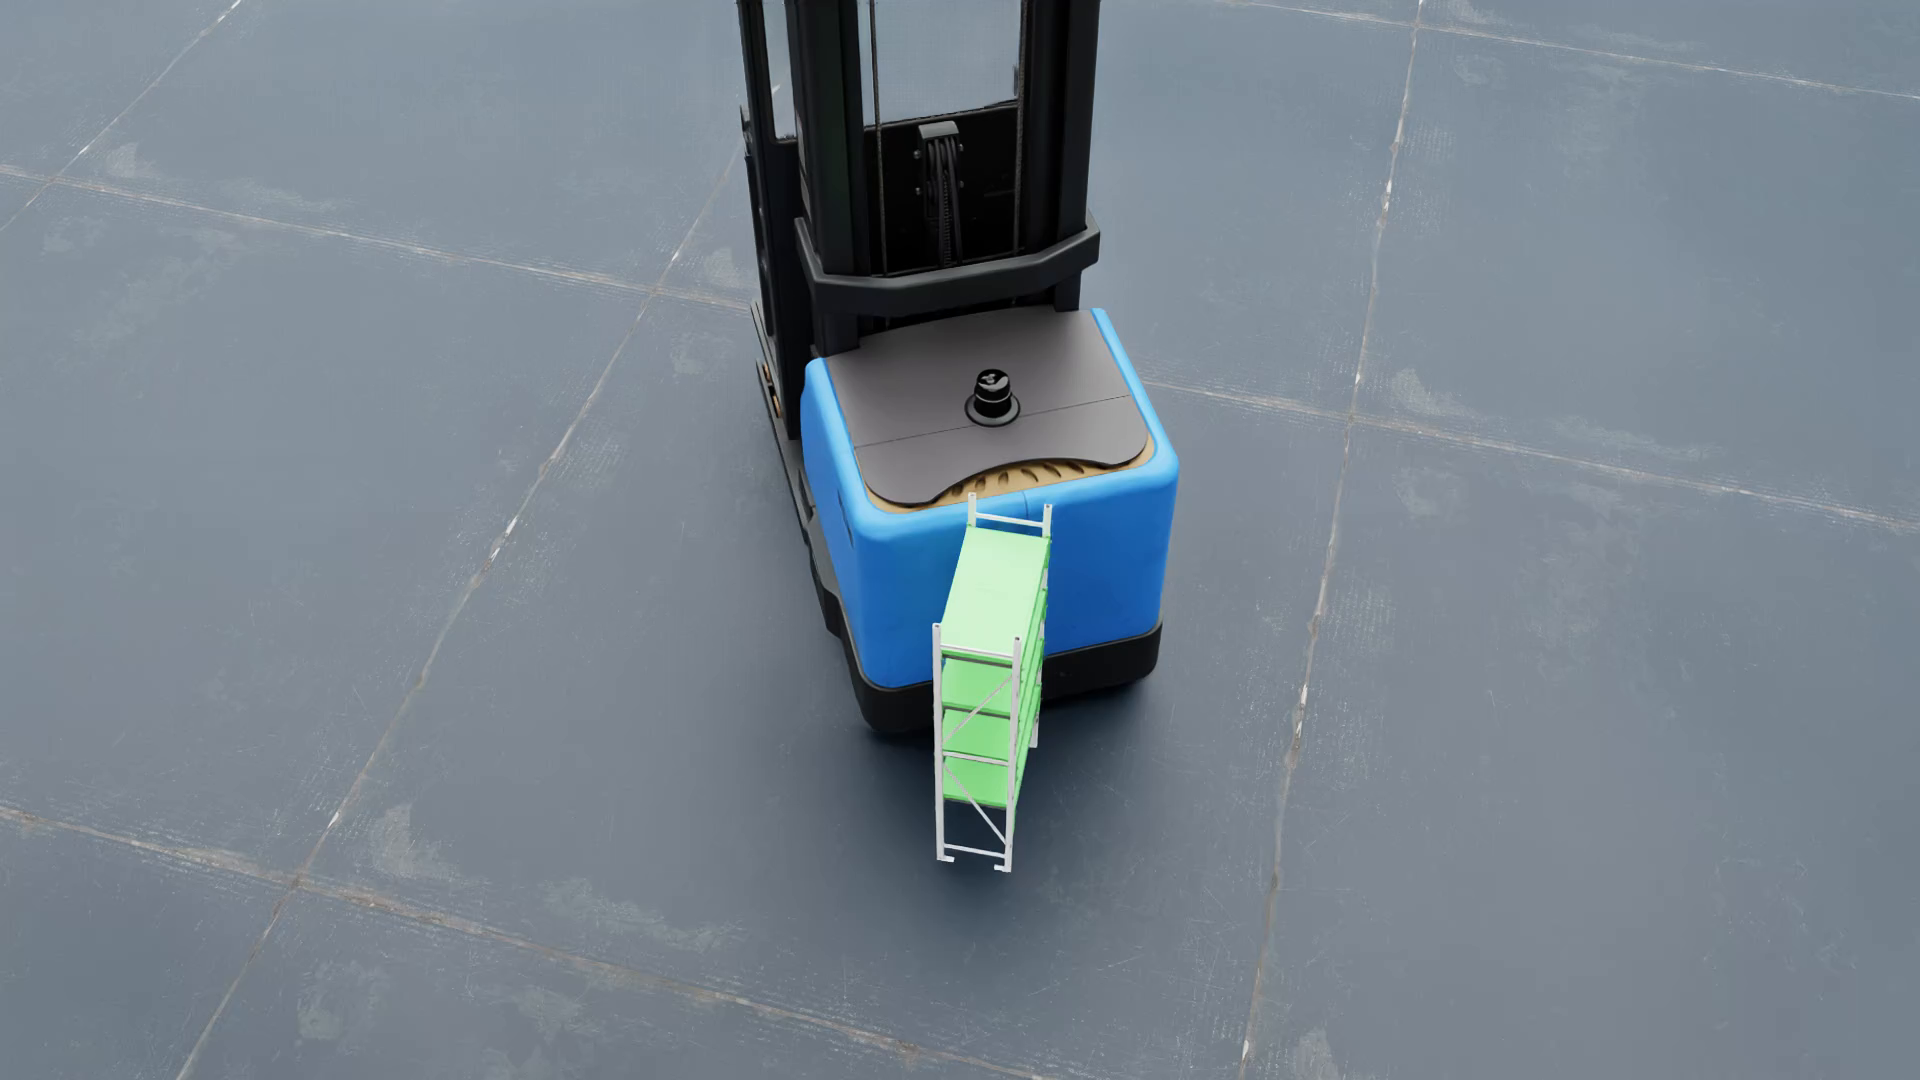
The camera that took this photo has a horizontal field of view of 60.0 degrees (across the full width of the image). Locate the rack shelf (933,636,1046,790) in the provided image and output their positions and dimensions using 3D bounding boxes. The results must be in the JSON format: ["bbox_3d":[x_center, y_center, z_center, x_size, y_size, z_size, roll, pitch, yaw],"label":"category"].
[{"bbox_3d":[0.094,0.506,5.088,0.258,0.148,0.480,9,49,8],"label":"rack shelf"}]

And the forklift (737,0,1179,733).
[{"bbox_3d":[-0.192,-1.453,5.578,1.130,2.935,3.031,-11,50,-10],"label":"forklift"}]

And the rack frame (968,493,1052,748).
[{"bbox_3d":[0.143,0.284,5.199,0.240,1.200,0.015,9,49,8],"label":"rack frame"}]

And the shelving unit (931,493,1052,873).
[{"bbox_3d":[0.094,0.464,5.041,0.258,1.200,0.503,9,49,8],"label":"shelving unit"}]

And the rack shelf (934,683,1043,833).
[{"bbox_3d":[0.094,0.665,5.268,0.258,0.148,0.480,9,49,8],"label":"rack shelf"}]

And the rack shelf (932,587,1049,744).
[{"bbox_3d":[0.094,0.347,4.909,0.258,0.148,0.480,9,49,8],"label":"rack shelf"}]

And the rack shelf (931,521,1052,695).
[{"bbox_3d":[0.094,0.188,4.729,0.258,0.148,0.480,9,49,8],"label":"rack shelf"}]

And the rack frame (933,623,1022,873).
[{"bbox_3d":[0.046,0.643,4.882,0.240,1.200,0.015,9,49,8],"label":"rack frame"}]
